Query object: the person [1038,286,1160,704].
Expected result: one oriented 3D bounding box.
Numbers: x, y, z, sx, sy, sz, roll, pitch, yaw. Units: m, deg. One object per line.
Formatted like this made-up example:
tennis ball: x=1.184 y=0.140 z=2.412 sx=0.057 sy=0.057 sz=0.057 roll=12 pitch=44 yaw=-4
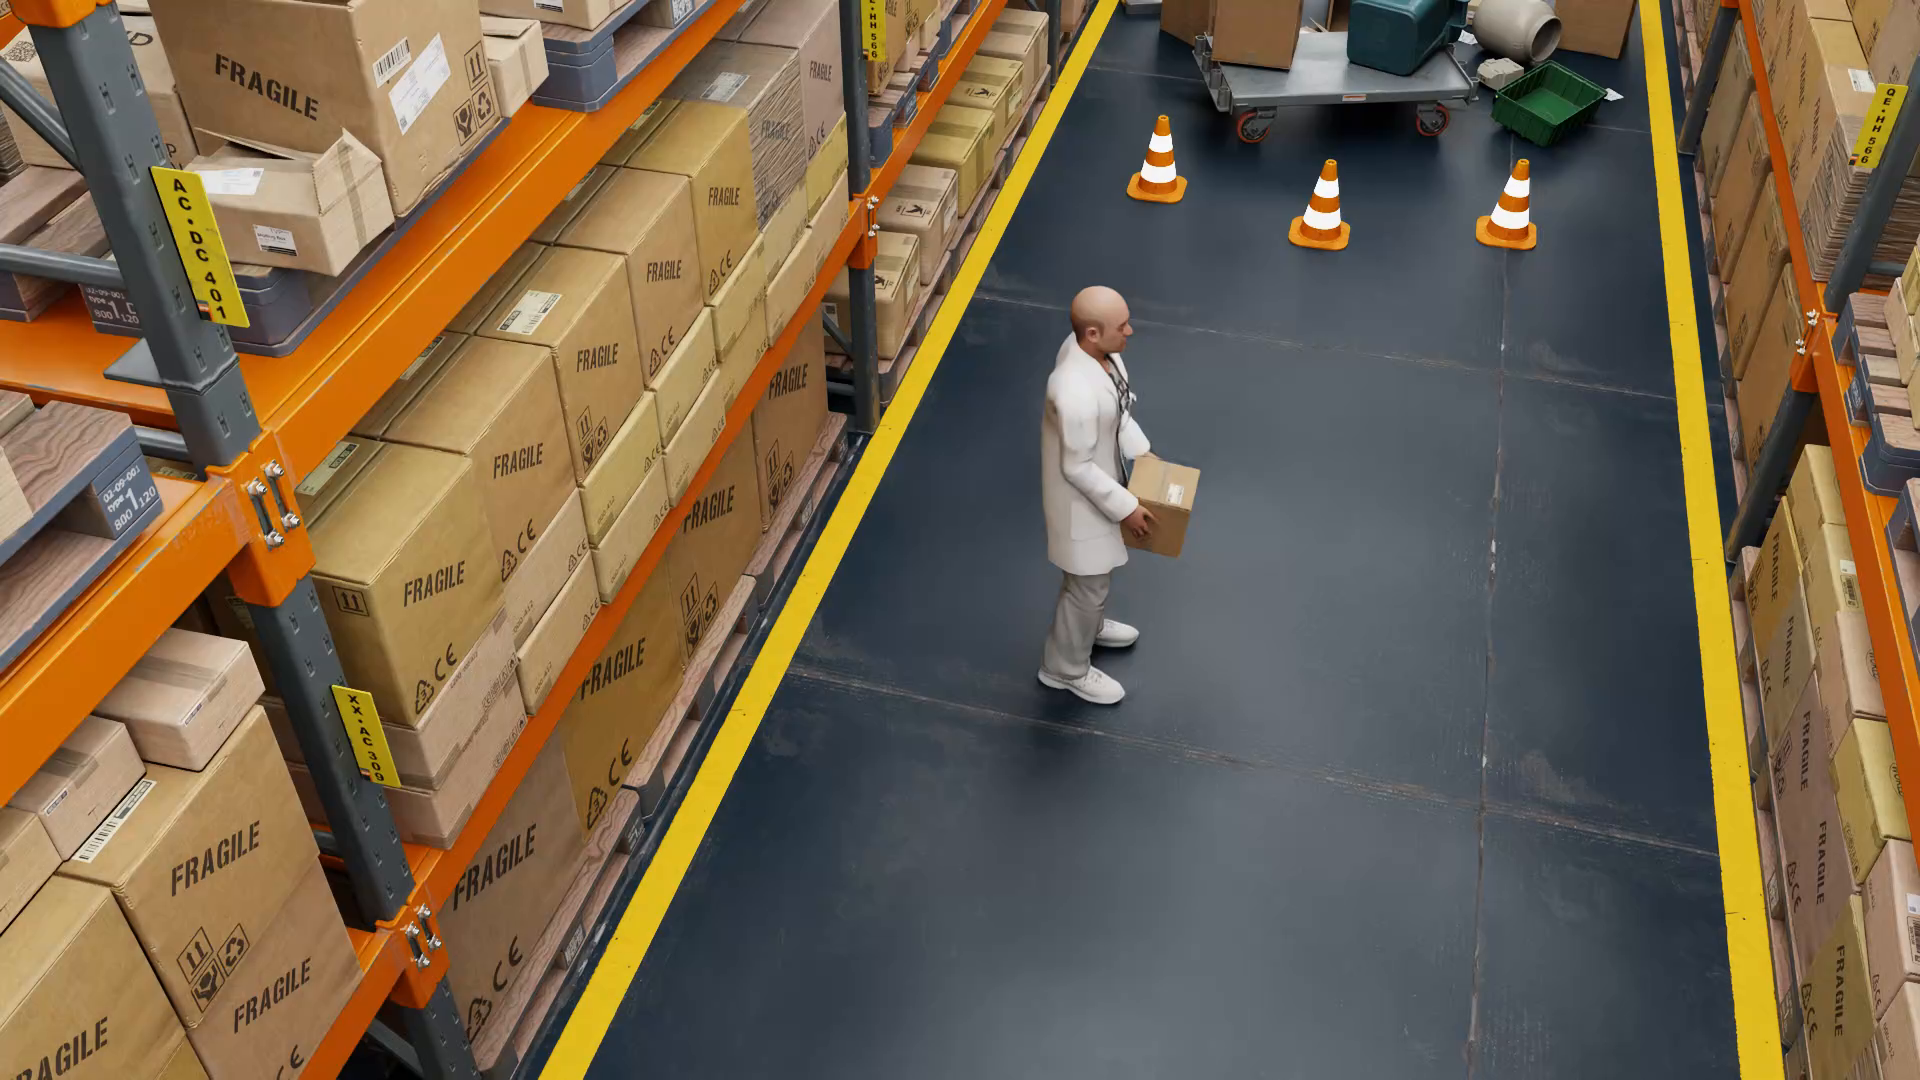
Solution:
person: x=0.542 y=-0.181 z=6.375 sx=0.467 sy=1.782 sz=0.575 roll=9 pitch=41 yaw=11
